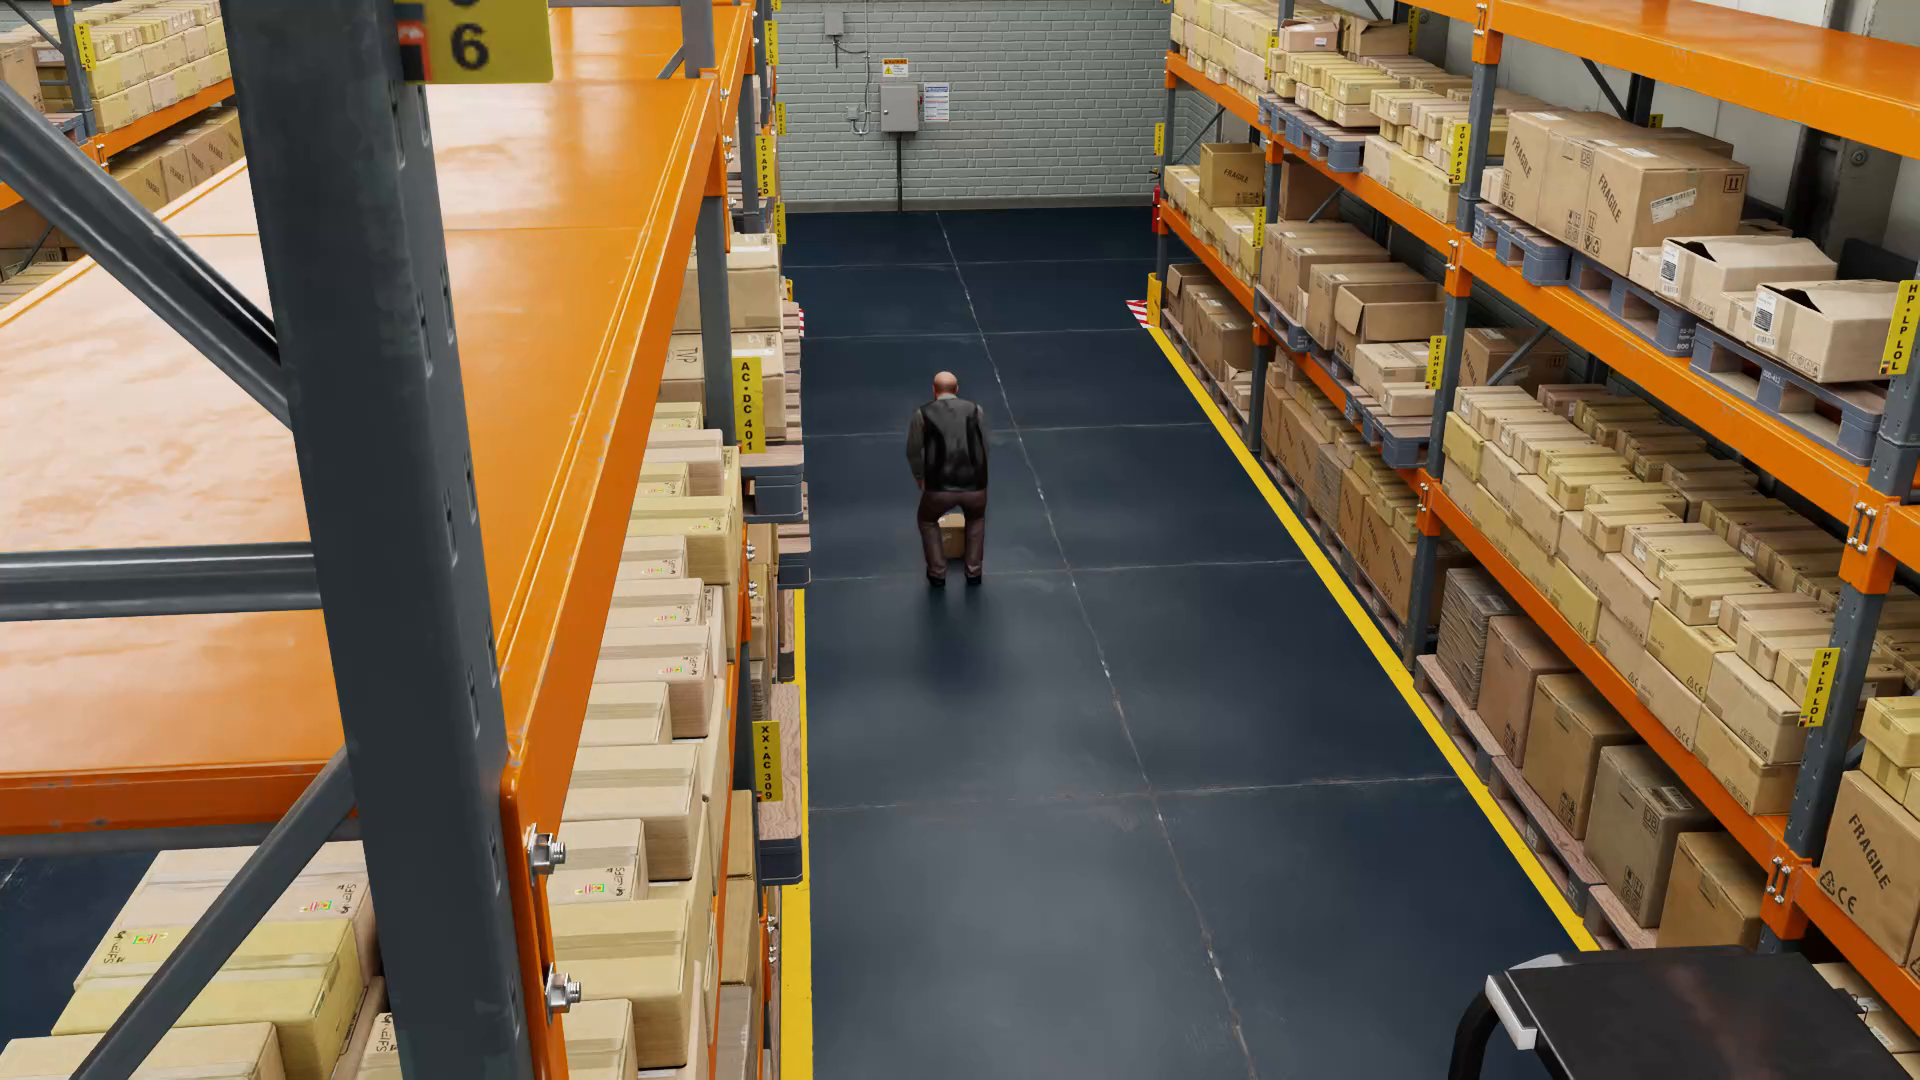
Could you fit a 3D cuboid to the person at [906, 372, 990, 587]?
[{"bbox_3d":[-0.078,-0.403,11.618,0.590,1.461,0.670,-2,24,-5],"label":"person"}]
